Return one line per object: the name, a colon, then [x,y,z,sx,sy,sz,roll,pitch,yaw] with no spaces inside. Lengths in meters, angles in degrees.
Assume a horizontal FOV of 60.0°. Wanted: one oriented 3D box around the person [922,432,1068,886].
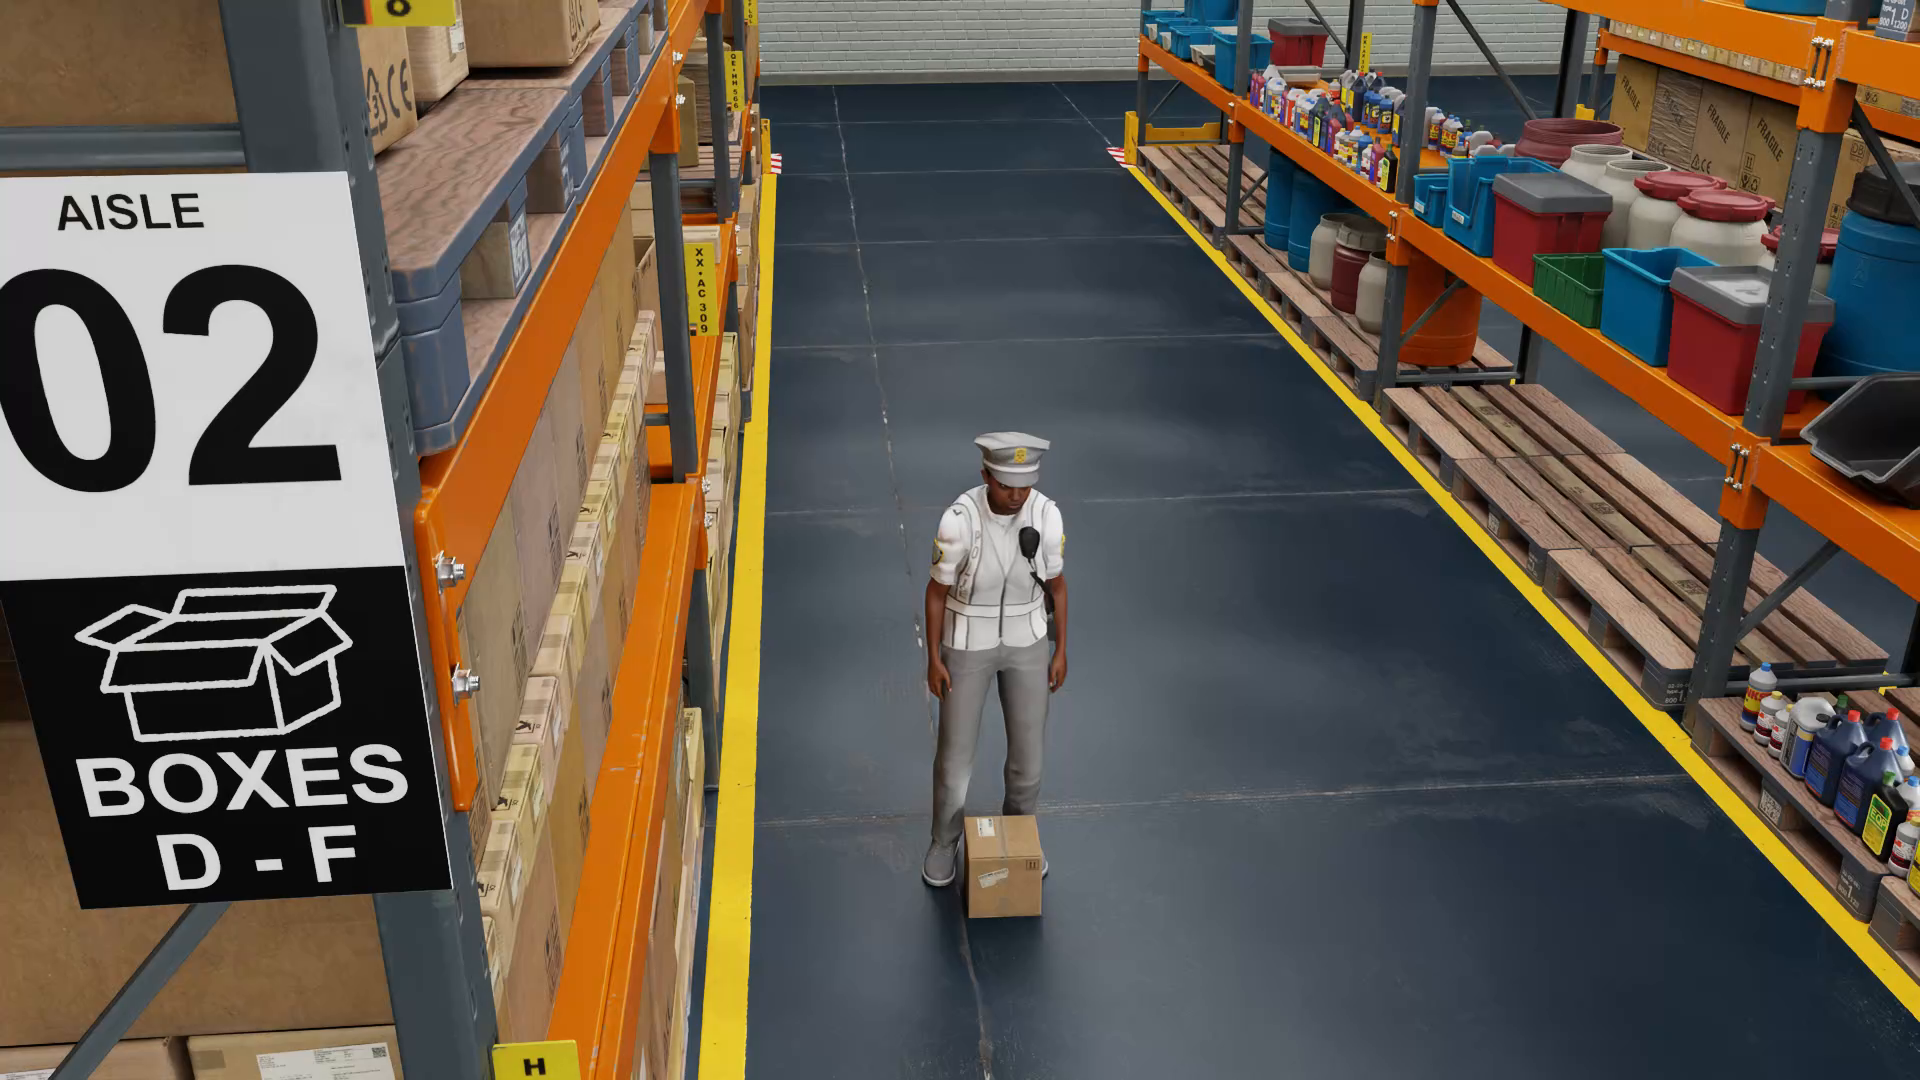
person: [0.115,0.395,5.709,0.530,1.660,0.398,-4,24,-8]
